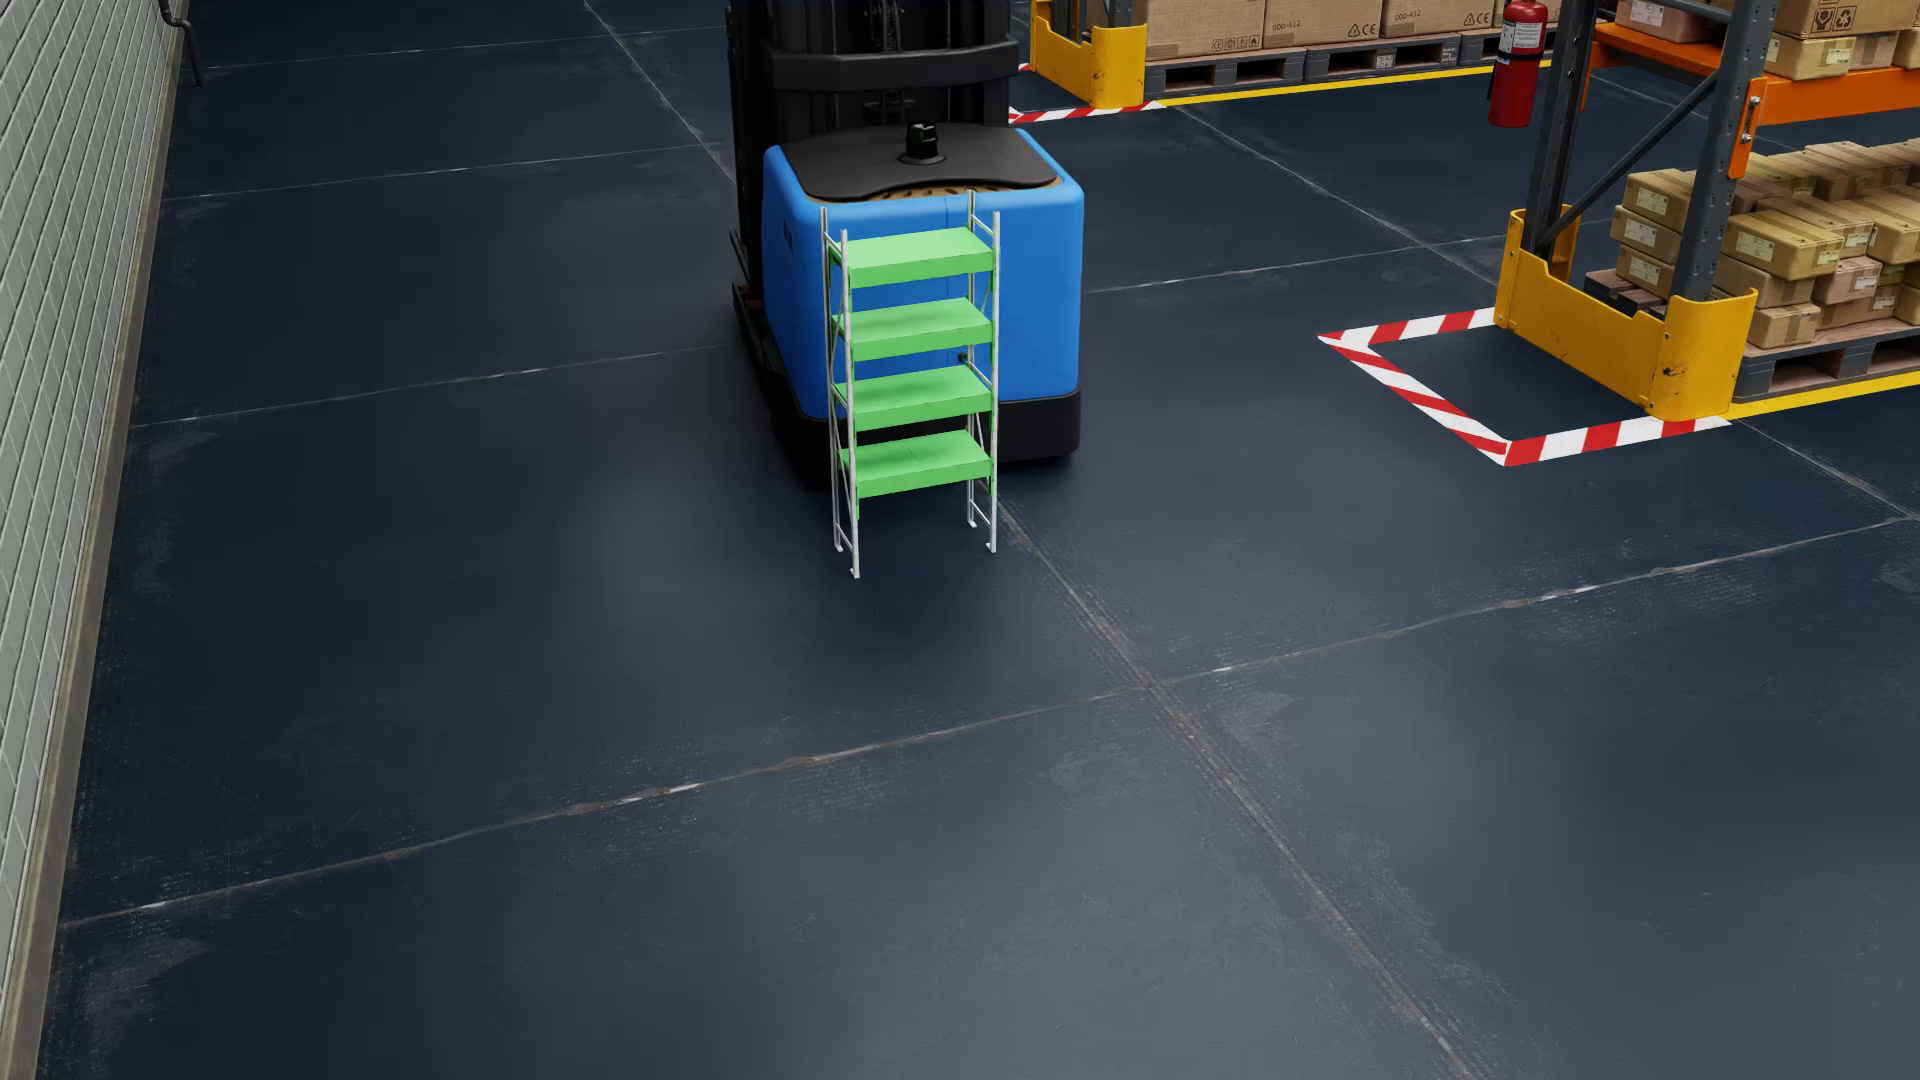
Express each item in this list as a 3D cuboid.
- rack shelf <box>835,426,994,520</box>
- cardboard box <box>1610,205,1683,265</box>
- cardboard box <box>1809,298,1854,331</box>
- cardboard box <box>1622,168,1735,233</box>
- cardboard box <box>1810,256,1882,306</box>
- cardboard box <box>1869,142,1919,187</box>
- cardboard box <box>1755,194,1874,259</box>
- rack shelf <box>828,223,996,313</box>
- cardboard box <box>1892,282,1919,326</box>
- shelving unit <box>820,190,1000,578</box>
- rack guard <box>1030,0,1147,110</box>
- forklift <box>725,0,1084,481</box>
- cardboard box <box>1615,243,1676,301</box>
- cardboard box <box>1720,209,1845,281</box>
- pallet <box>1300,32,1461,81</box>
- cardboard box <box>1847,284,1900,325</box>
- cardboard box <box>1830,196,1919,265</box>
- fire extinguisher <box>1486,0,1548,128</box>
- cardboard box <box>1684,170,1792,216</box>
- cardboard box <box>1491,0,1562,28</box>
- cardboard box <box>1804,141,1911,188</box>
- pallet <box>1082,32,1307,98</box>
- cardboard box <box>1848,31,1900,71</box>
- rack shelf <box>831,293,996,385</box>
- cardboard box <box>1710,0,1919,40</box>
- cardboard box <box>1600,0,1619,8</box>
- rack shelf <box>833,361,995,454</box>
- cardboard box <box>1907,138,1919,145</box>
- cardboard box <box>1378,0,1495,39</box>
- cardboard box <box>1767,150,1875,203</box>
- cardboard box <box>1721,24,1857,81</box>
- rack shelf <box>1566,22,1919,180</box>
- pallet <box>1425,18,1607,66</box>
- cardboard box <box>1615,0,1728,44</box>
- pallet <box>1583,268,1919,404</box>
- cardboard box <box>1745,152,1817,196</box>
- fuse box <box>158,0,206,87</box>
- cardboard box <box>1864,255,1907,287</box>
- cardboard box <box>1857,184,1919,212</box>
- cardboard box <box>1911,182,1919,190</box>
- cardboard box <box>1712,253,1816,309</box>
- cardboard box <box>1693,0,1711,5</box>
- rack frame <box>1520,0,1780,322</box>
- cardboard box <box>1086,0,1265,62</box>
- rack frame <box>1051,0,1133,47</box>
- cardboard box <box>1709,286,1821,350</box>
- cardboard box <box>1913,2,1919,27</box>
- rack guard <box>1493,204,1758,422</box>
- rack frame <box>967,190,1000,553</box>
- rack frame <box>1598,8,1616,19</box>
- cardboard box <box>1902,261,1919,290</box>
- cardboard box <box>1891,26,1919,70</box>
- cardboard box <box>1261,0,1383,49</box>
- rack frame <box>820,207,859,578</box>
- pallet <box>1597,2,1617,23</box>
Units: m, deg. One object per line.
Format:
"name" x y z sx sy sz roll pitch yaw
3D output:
"rack shelf" -0.155 -0.229 5.553 0.480 0.148 0.258 -10 31 -18
"cardboard box" 3.064 -1.342 7.231 0.250 0.149 0.380 -11 32 -19
"cardboard box" 3.488 -1.015 6.957 0.250 0.149 0.380 -11 31 -18
"cardboard box" 3.076 -1.457 7.132 0.250 0.149 0.380 -10 31 -17
"cardboard box" 3.525 -1.111 6.826 0.250 0.149 0.380 -11 31 -18
"cardboard box" 4.313 -1.659 7.487 0.250 0.149 0.380 -11 32 -19
"cardboard box" 3.495 -1.284 6.829 0.250 0.149 0.380 -10 31 -17
"rack shelf" -0.155 -0.854 5.197 0.480 0.148 0.258 -10 31 -18
"cardboard box" 3.996 -1.054 7.026 0.250 0.149 0.380 -10 31 -17
"shelving unit" -0.155 -0.493 5.403 0.503 1.200 0.258 -10 31 -18
"rack guard" 0.825 -3.235 10.923 0.348 0.500 1.175 -10 31 -18
"forklift" -0.400 -2.200 6.651 1.130 2.935 3.031 -7 30 -12
"cardboard box" 3.089 -1.177 7.242 0.250 0.149 0.380 -10 31 -17
"cardboard box" 3.278 -1.181 6.647 0.250 0.149 0.380 -12 32 -20
"pallet" 2.711 -3.496 11.674 1.213 0.211 1.003 -10 31 -18
"cardboard box" 3.718 -1.061 7.038 0.250 0.149 0.380 -10 31 -17
"cardboard box" 3.775 -1.268 6.801 0.250 0.149 0.380 -11 31 -18
"fire extinguisher" 2.272 -2.021 6.722 0.183 0.674 0.296 -10 31 -18
"cardboard box" 3.332 -1.474 7.162 0.250 0.149 0.380 -10 31 -17
"cardboard box" 3.971 -4.026 11.951 0.875 0.438 0.875 -11 31 -18
"cardboard box" 4.027 -1.665 7.497 0.250 0.149 0.380 -9 31 -16
"pallet" 1.570 -3.288 11.308 1.213 0.211 1.003 -10 31 -18
"cardboard box" 3.311 -1.904 6.315 0.250 0.149 0.380 -9 31 -16
"rack shelf" -0.155 -0.646 5.316 0.480 0.148 0.258 -10 31 -18
"cardboard box" 3.186 -2.168 6.124 0.500 0.500 0.500 -9 31 -15
"cardboard box" 5.150 -4.419 12.198 0.875 0.875 0.875 -9 31 -16
"rack shelf" -0.155 -0.437 5.434 0.480 0.148 0.258 -10 31 -18
"cardboard box" 4.549 -1.717 7.589 0.250 0.149 0.380 -10 31 -17
"cardboard box" 3.132 -3.871 11.679 0.875 0.438 0.875 -11 32 -19
"cardboard box" 3.795 -1.593 7.370 0.250 0.149 0.380 -12 32 -20
"cardboard box" 3.086 -1.841 6.204 0.250 0.149 0.380 -11 31 -18
"rack shelf" 4.543 -2.079 7.095 4.000 0.370 1.077 -10 31 -18
"pallet" 3.857 -3.709 12.047 1.213 0.211 1.003 -10 31 -18
"cardboard box" 2.876 -2.124 6.702 0.250 0.149 0.380 -10 31 -18
"pallet" 3.514 -0.971 7.242 1.213 0.211 1.003 -10 31 -18
"cardboard box" 3.530 -1.578 7.343 0.250 0.149 0.380 -11 32 -19
"fuse box" -5.025 -3.781 10.658 0.414 1.711 0.539 -10 31 -18
"cardboard box" 3.724 -1.195 6.972 0.250 0.149 0.380 -10 31 -17
"cardboard box" 3.979 -1.350 6.944 0.250 0.149 0.380 -12 32 -20
"cardboard box" 4.242 -1.393 7.020 0.250 0.149 0.380 -9 31 -16
"cardboard box" 3.249 -1.090 6.789 0.250 0.149 0.380 -9 31 -16
"cardboard box" 3.000 -2.416 6.558 0.500 0.500 0.500 -10 31 -17
"rack frame" 2.669 -2.046 6.311 0.127 3.000 1.000 -10 31 -18
"cardboard box" 1.431 -3.555 11.123 0.875 0.438 0.875 -12 32 -19
"rack frame" 0.848 -4.325 10.311 0.127 3.000 1.000 -10 31 -18
"cardboard box" 3.271 -0.932 6.811 0.250 0.149 0.380 -10 31 -17
"cardboard box" 3.678 -2.272 6.306 0.500 0.500 0.500 -10 31 -18
"rack guard" 2.740 -0.973 6.953 0.348 0.500 1.175 -10 31 -18
"rack frame" 0.074 -0.535 5.477 0.015 1.200 0.240 -10 31 -18
"rack frame" 4.597 -5.016 11.523 0.127 3.000 1.000 -10 31 -18
"cardboard box" 4.002 -1.189 6.961 0.250 0.149 0.380 -9 31 -16
"cardboard box" 3.581 -1.925 6.353 0.250 0.149 0.380 -11 32 -19
"cardboard box" 2.286 -3.716 11.407 0.875 0.438 0.875 -10 31 -16
"rack frame" -0.384 -0.451 5.329 0.015 1.200 0.240 -10 31 -18
"pallet" 5.294 -3.972 12.509 1.213 0.211 1.003 -10 31 -18
